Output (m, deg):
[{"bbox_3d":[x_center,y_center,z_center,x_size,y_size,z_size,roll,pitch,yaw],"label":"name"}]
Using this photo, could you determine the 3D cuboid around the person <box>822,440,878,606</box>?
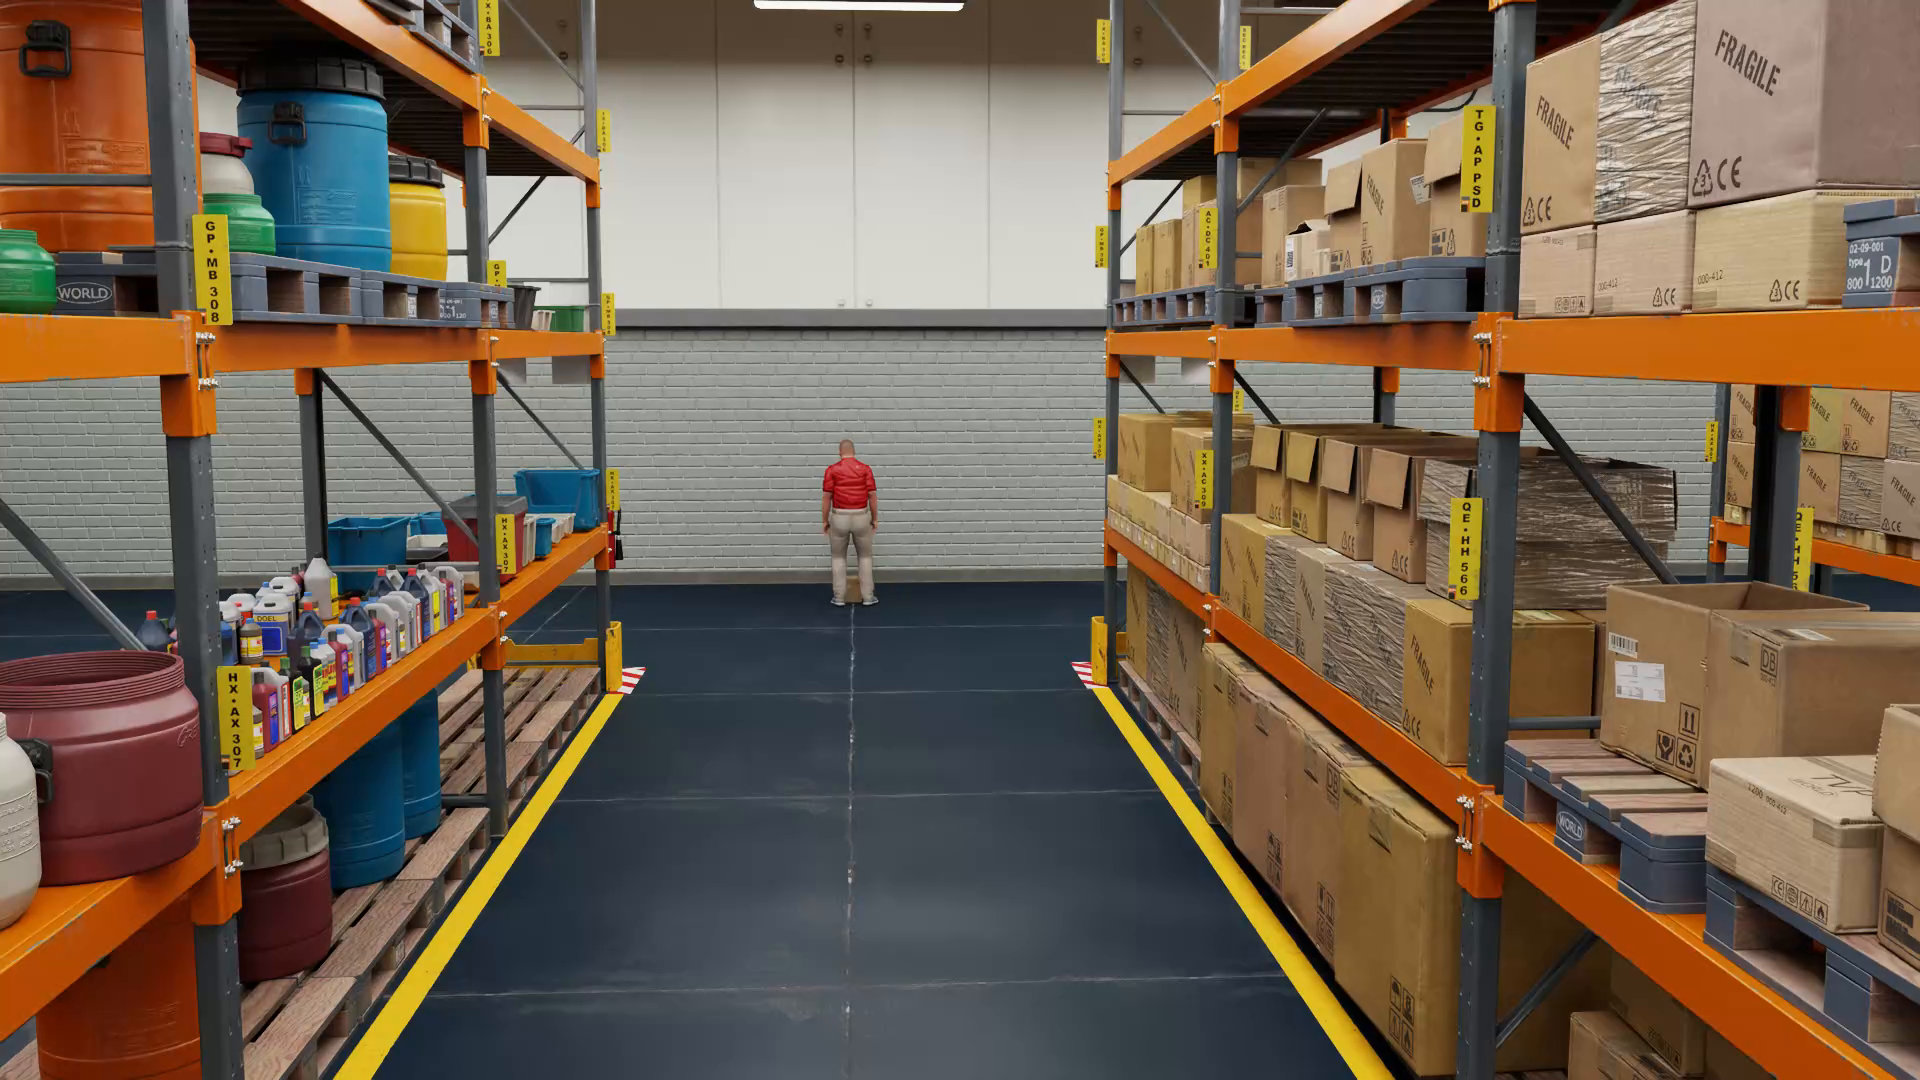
[{"bbox_3d":[-1.144,-0.179,17.308,0.590,1.725,0.392,-1,7,-6],"label":"person"}]
